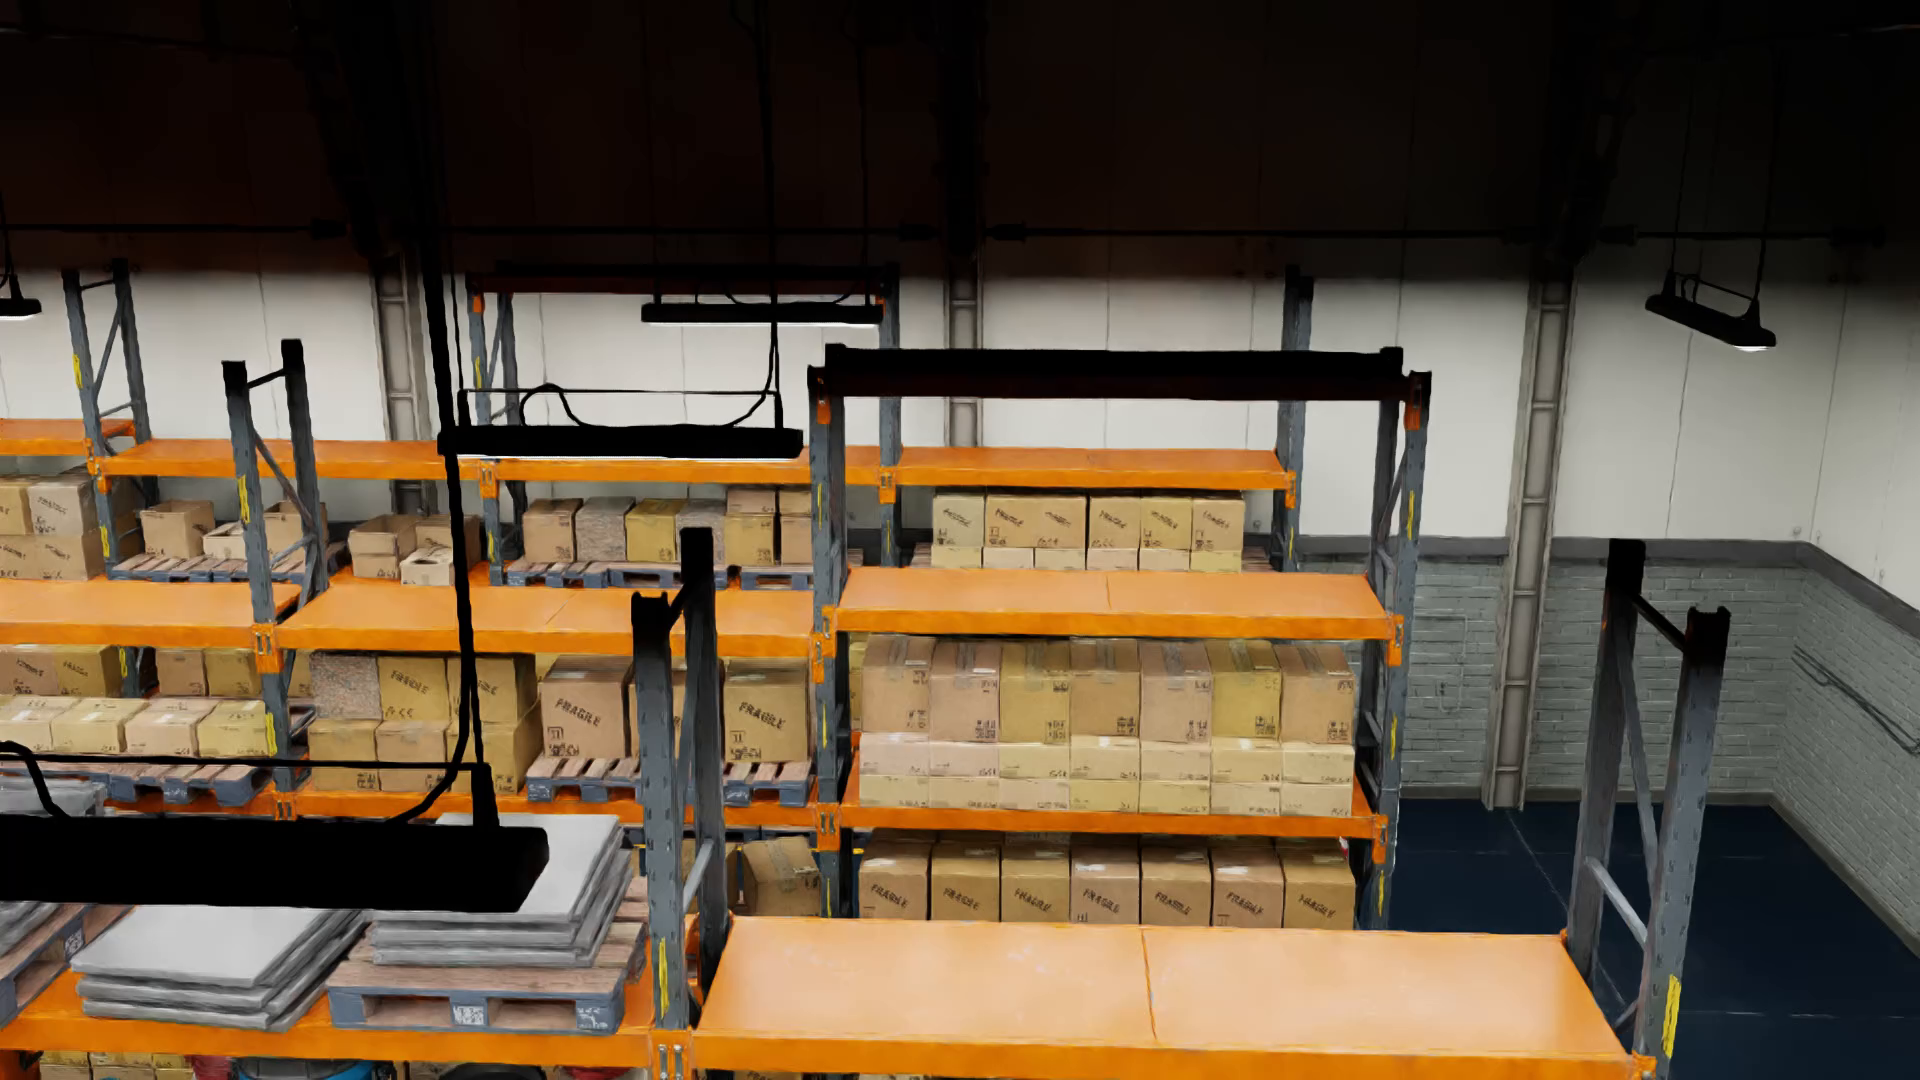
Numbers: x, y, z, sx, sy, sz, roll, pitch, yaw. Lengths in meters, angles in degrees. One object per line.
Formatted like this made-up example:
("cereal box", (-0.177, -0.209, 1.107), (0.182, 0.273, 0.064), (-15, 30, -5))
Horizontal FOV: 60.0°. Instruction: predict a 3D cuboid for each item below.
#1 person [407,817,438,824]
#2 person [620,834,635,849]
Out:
("person", (-5.082, 2.678, 16.202), (0.634, 1.777, 0.517), (-6, 17, -20))
("person", (-2.948, 3.200, 14.616), (0.534, 1.674, 0.677), (0, 16, 1))
